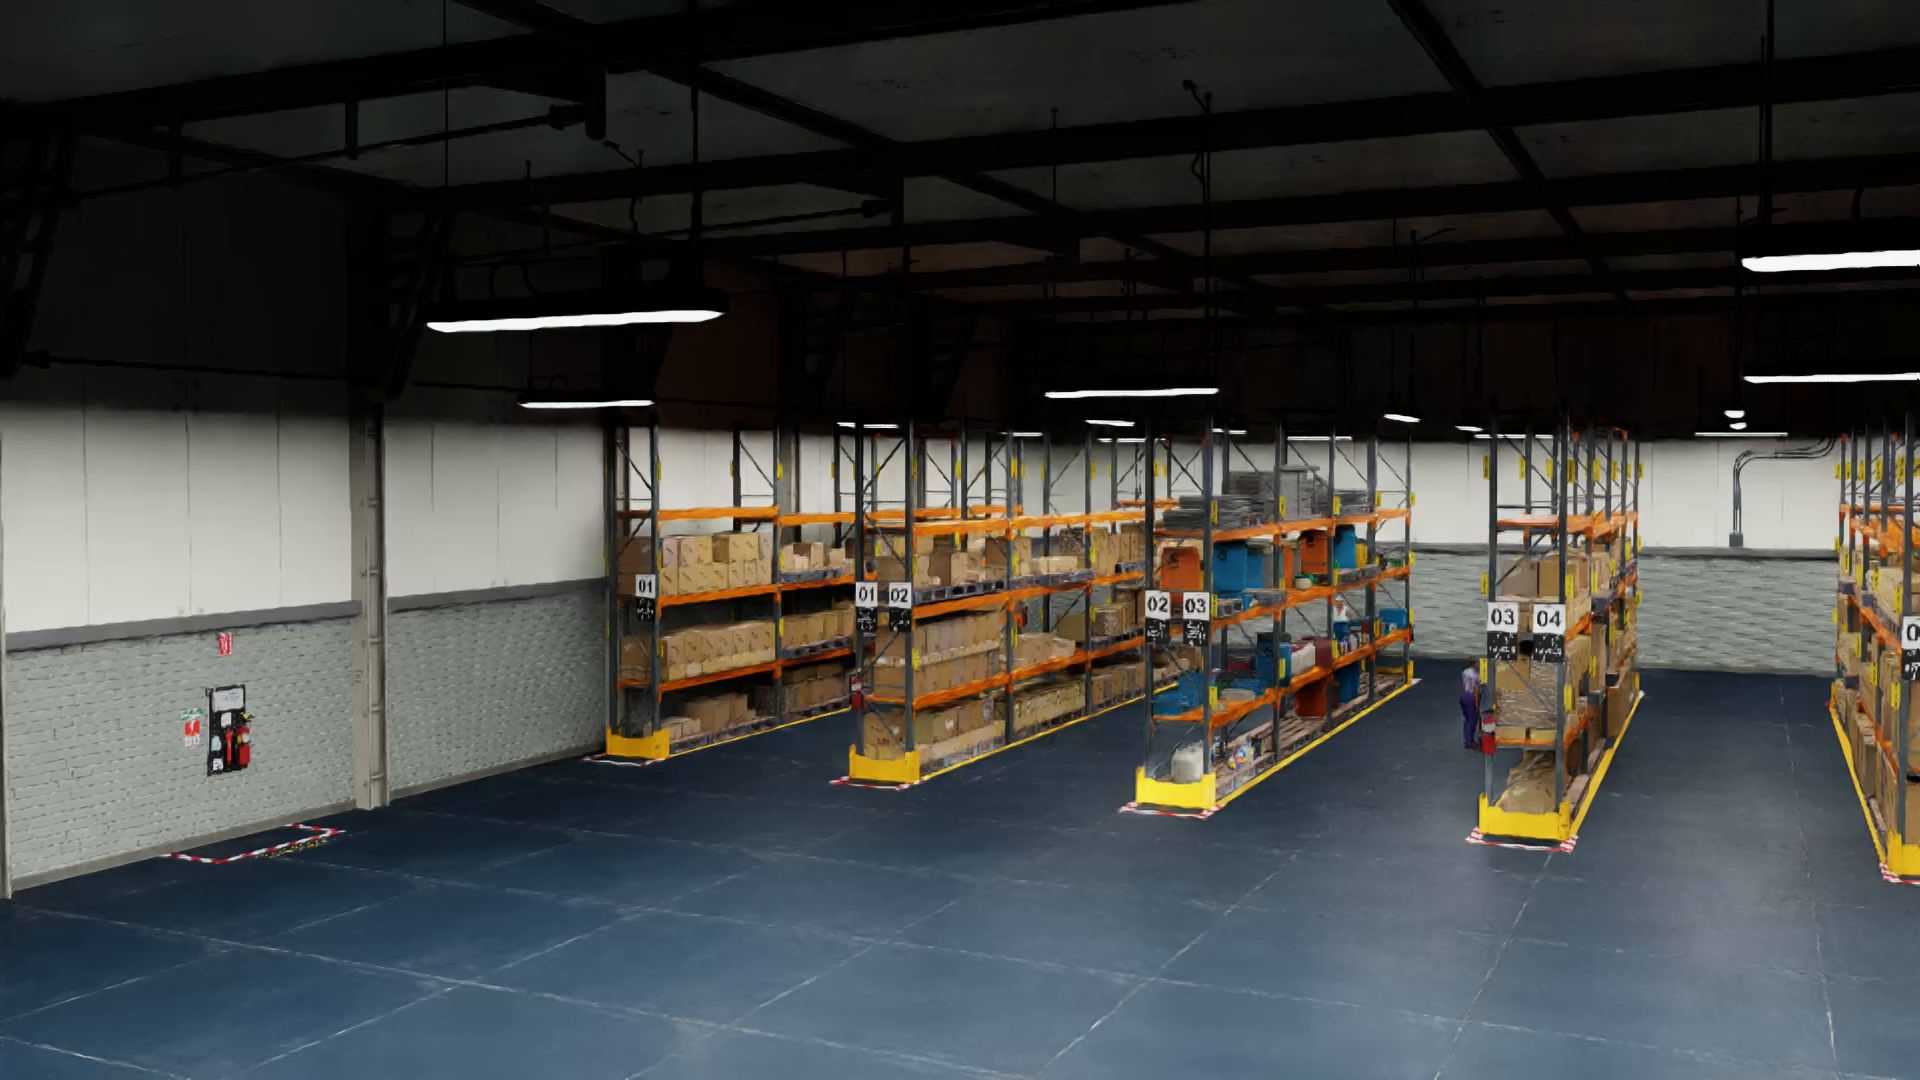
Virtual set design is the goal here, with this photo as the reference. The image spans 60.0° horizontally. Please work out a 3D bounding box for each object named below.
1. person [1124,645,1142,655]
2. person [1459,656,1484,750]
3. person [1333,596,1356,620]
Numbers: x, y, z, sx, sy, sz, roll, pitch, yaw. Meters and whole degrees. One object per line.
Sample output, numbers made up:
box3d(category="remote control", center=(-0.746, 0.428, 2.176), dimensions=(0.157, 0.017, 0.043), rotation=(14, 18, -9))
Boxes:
box3d(category="person", center=(4.407, 2.377, 42.278), dimensions=(0.719, 1.715, 0.578), rotation=(1, 3, 26))
box3d(category="person", center=(9.215, 2.915, 29.849), dimensions=(0.429, 1.647, 0.530), rotation=(0, 2, -6))
box3d(category="person", center=(9.925, 2.317, 43.316), dimensions=(0.703, 1.722, 0.835), rotation=(1, 3, 30))
